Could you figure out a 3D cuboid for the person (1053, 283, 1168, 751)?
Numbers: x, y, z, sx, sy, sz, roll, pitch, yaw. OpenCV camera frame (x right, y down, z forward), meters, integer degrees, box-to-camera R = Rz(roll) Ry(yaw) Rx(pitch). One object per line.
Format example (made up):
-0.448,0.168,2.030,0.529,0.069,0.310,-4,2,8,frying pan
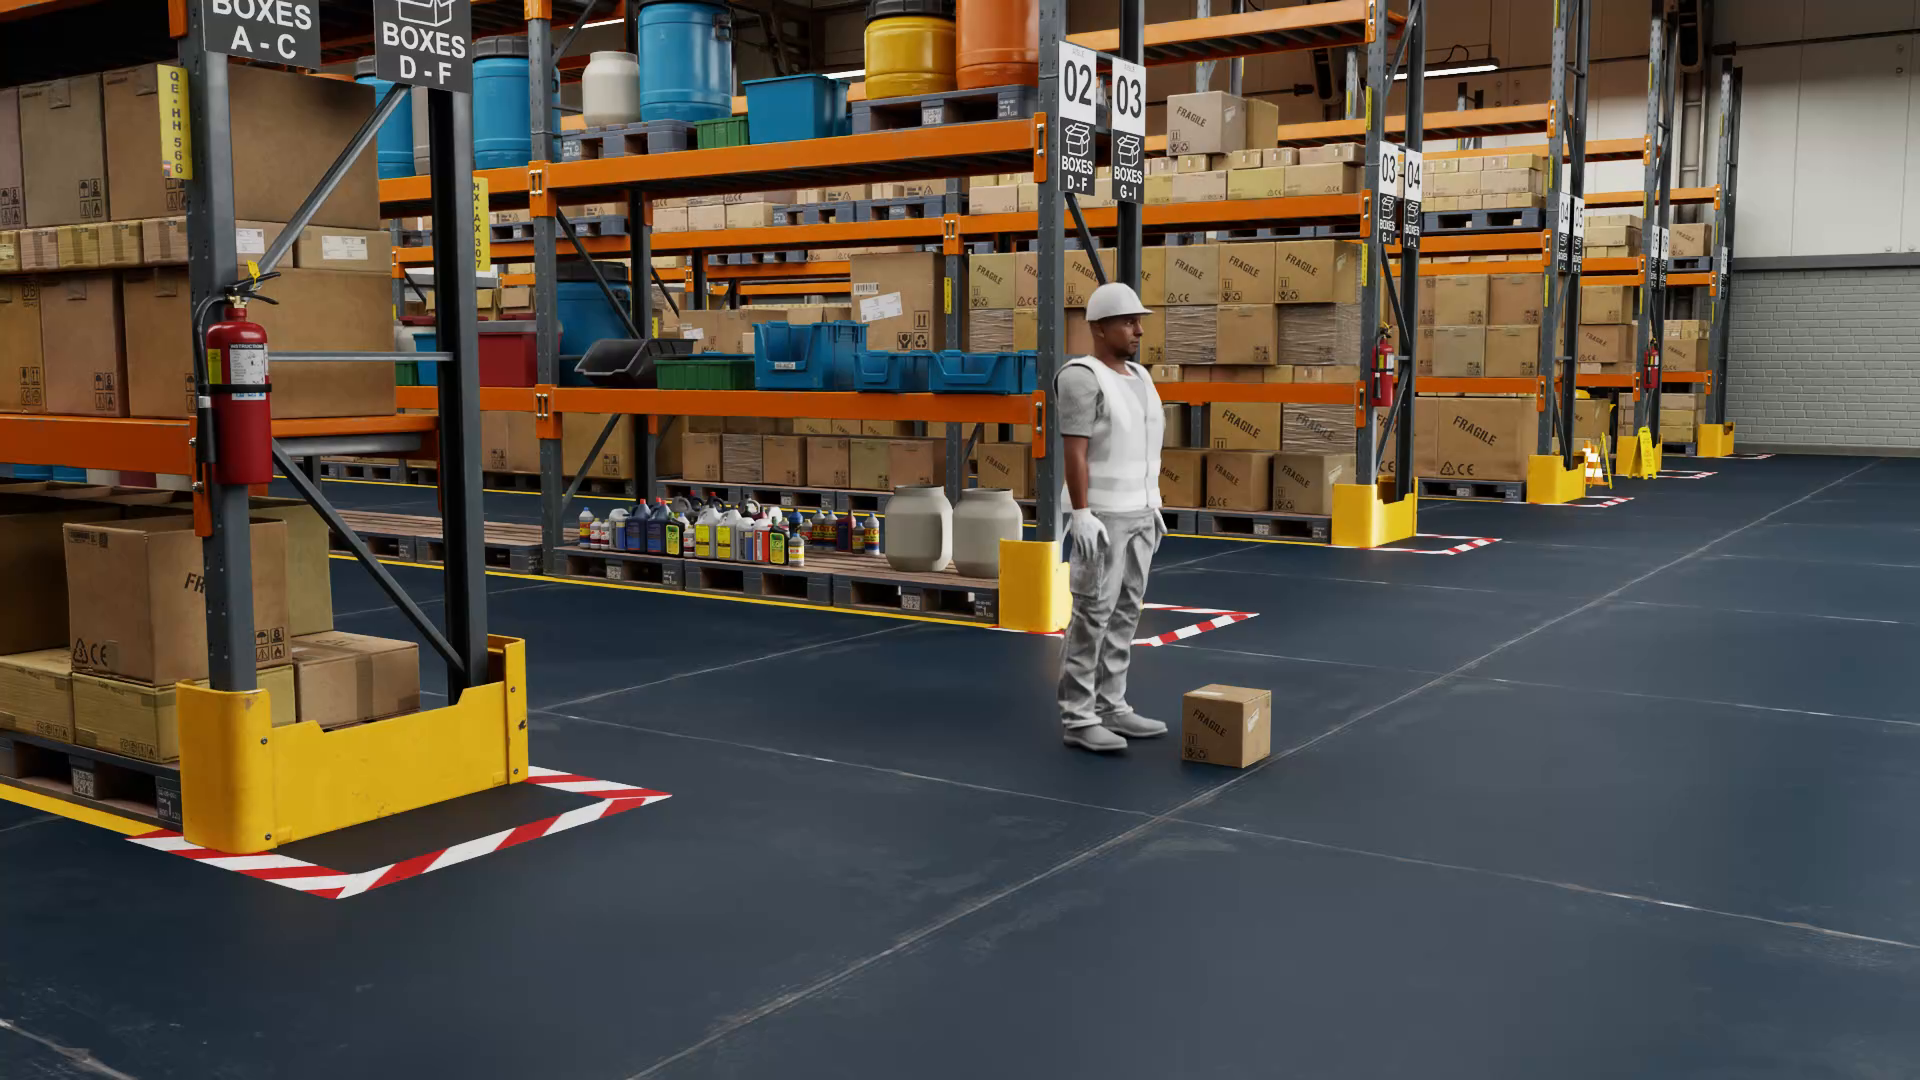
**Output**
0.601,-0.099,6.483,0.347,1.786,0.550,5,8,36,person
